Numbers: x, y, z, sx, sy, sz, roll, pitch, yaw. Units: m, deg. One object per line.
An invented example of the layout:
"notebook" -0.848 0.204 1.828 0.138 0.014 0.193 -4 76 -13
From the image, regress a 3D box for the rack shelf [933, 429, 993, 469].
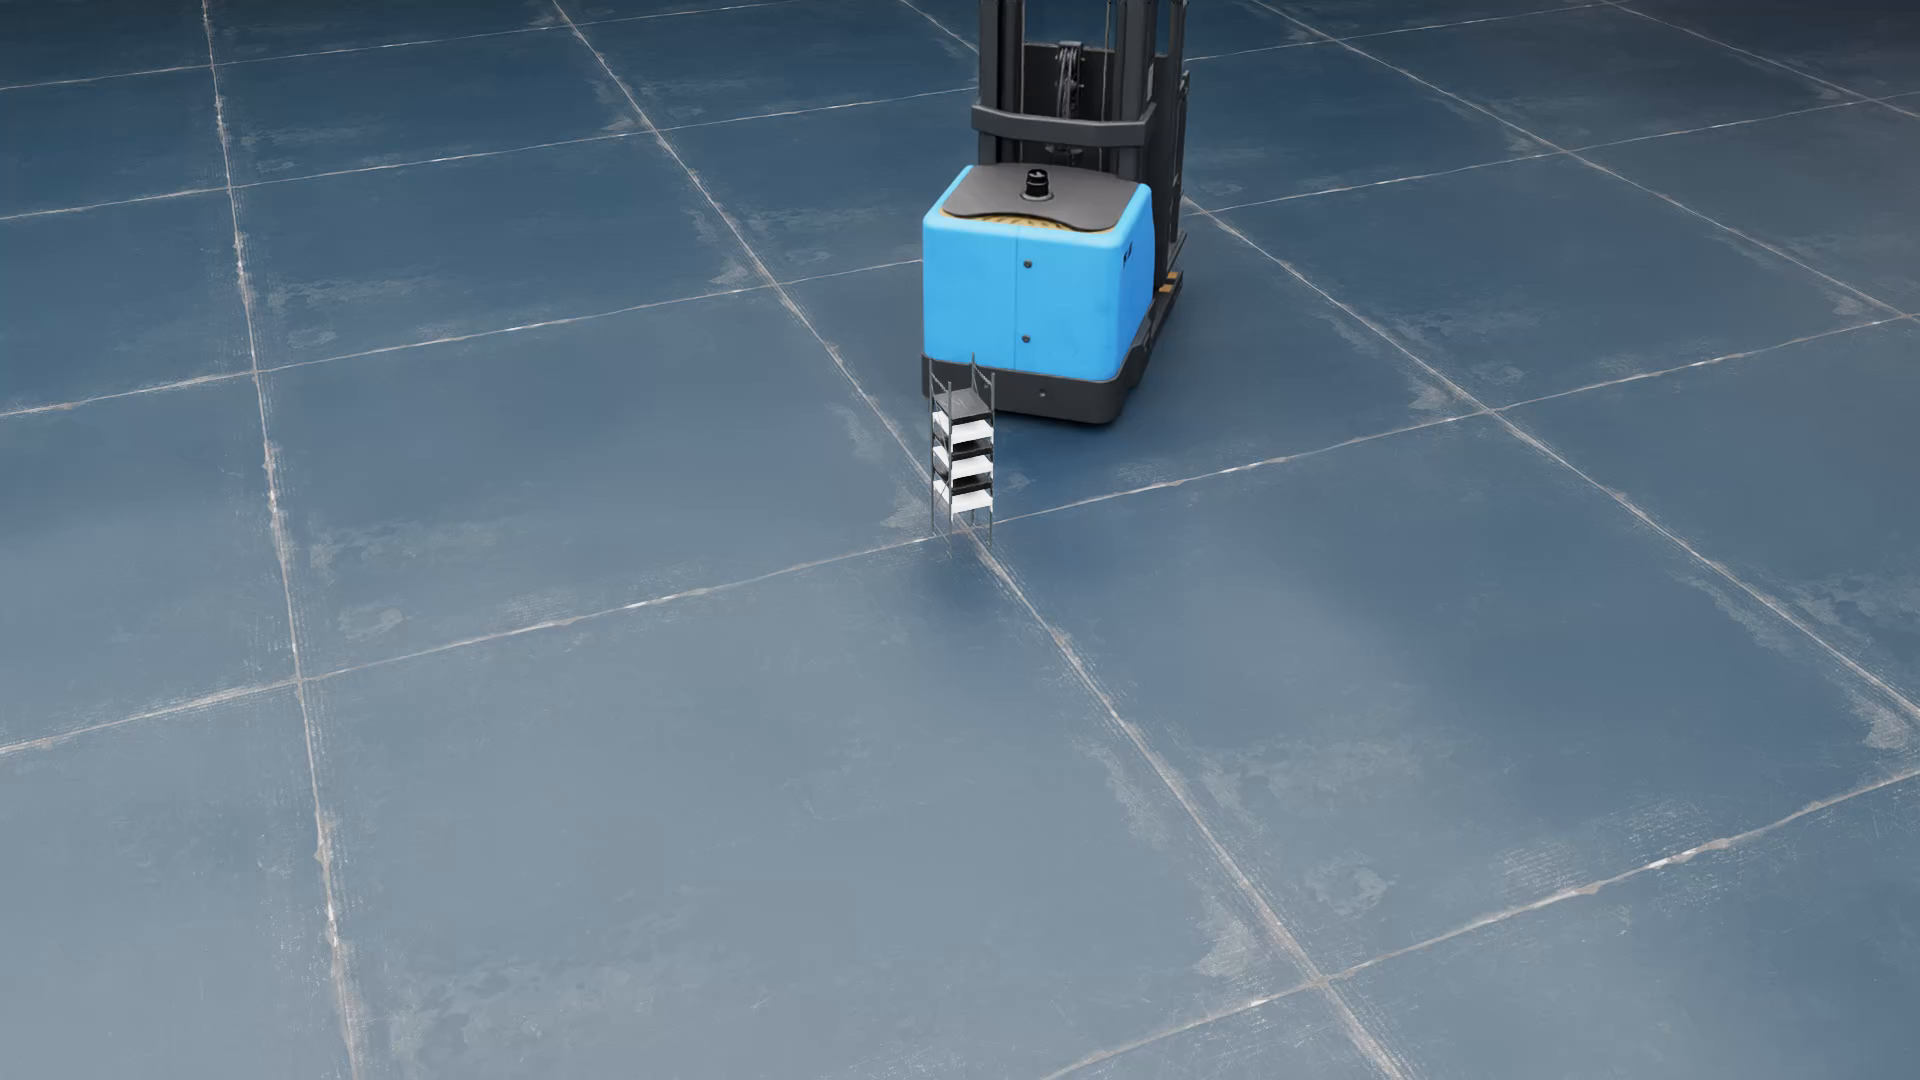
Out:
"rack shelf" 0.007 -0.426 7.476 0.200 0.077 0.258 -13 35 -19

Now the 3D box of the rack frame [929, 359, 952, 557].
"rack frame" -0.086 -0.357 7.474 0.006 0.900 0.240 -13 35 -19

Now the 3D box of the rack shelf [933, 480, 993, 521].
"rack shelf" 0.007 -0.200 7.624 0.200 0.077 0.258 -13 35 -19

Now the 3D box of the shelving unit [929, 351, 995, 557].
"shelving unit" 0.007 -0.379 7.507 0.210 0.900 0.258 -13 35 -19

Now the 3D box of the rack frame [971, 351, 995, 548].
"rack frame" 0.101 -0.400 7.540 0.006 0.900 0.240 -13 35 -19

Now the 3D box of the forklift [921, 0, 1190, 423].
"forklift" 0.707 -2.624 9.096 1.130 2.935 3.031 9 34 14

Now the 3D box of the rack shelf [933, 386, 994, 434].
"rack shelf" 0.007 -0.577 7.378 0.200 0.077 0.258 -13 35 -19

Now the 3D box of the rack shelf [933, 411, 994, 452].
"rack shelf" 0.007 -0.502 7.427 0.200 0.077 0.258 -13 35 -19

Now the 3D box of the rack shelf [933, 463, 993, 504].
"rack shelf" 0.007 -0.276 7.574 0.200 0.077 0.258 -13 35 -19

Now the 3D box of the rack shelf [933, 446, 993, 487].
"rack shelf" 0.007 -0.351 7.525 0.200 0.077 0.258 -13 35 -19
